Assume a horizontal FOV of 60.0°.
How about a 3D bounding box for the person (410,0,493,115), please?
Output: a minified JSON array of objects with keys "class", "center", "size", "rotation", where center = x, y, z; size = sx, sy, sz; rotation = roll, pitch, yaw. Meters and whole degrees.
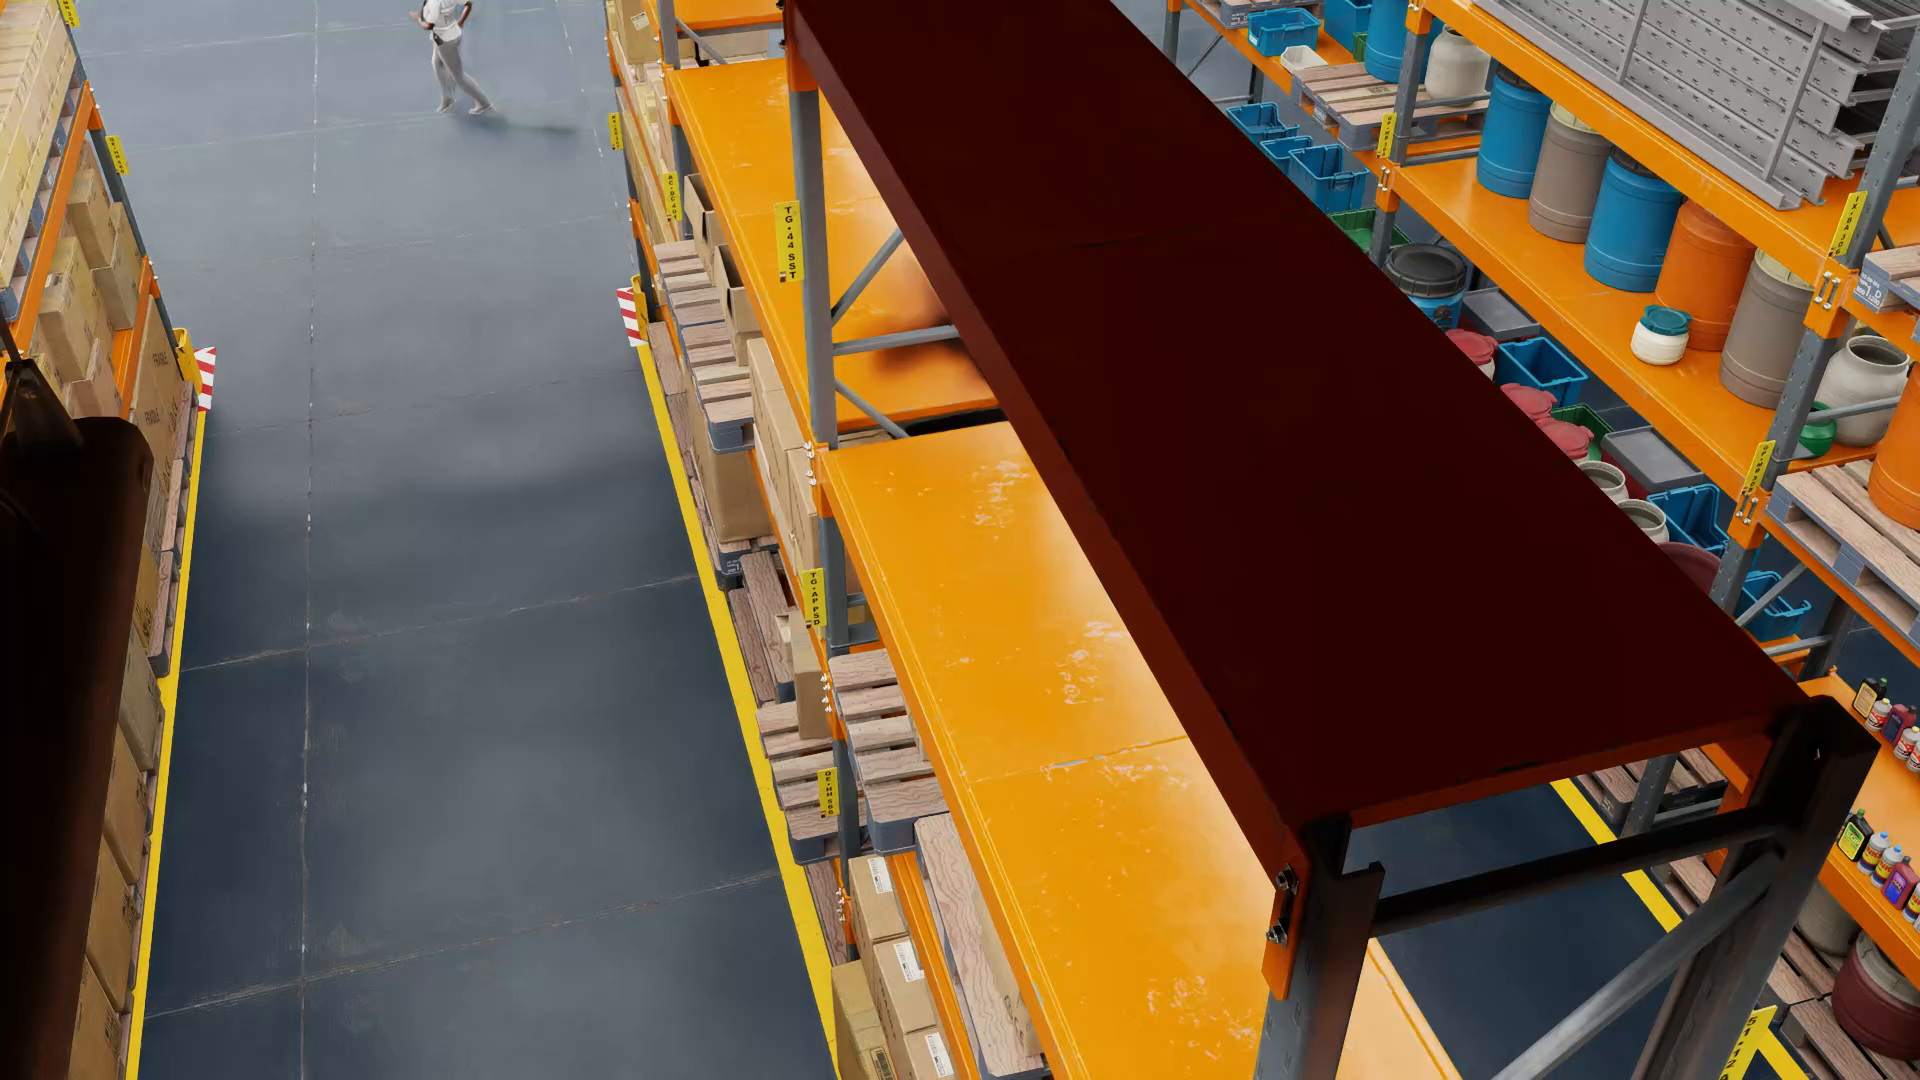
[{"class":"person","center":[-5.646,-5.497,18.401],"size":[0.777,1.756,0.547],"rotation":[3,39,4]}]
